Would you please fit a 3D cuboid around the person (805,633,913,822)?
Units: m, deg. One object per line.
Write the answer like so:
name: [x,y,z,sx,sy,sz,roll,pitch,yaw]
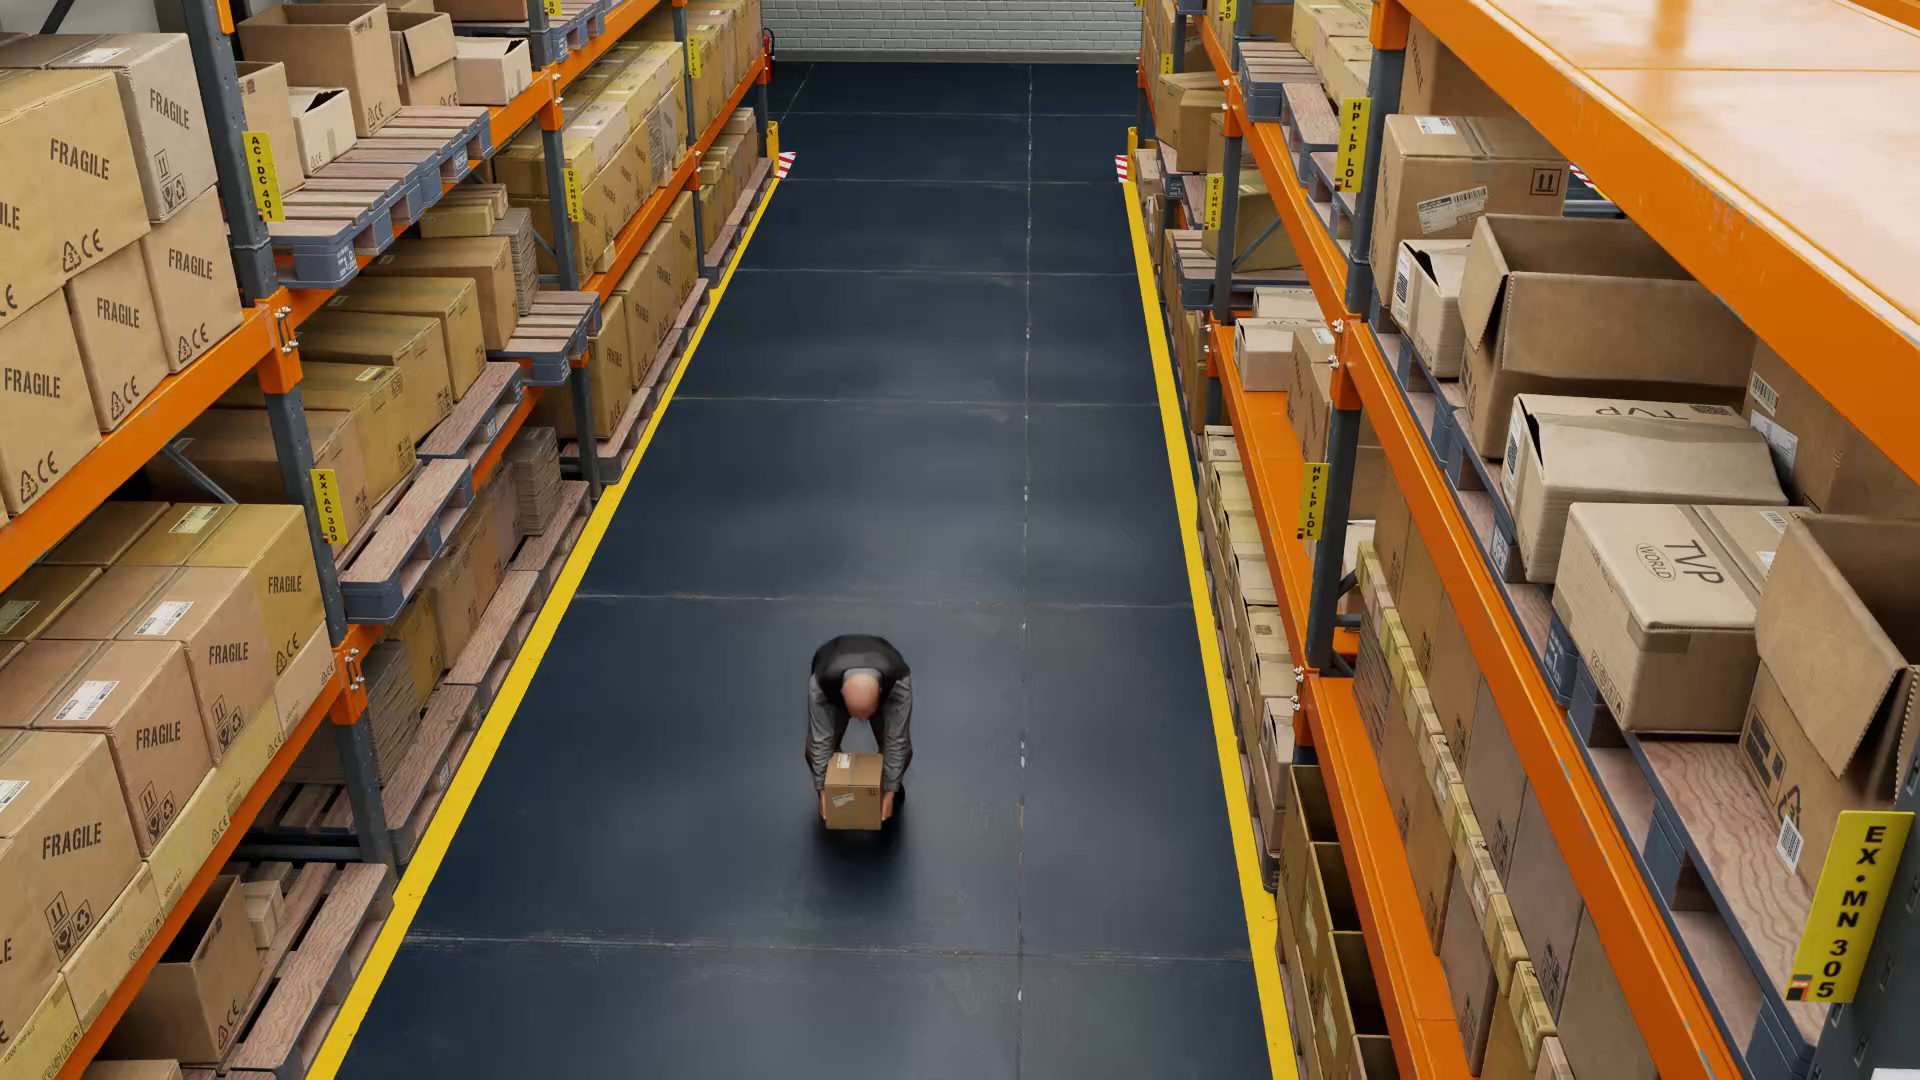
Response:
person: [-0.474,0.862,7.833,0.513,0.965,0.887,0,28,0]
